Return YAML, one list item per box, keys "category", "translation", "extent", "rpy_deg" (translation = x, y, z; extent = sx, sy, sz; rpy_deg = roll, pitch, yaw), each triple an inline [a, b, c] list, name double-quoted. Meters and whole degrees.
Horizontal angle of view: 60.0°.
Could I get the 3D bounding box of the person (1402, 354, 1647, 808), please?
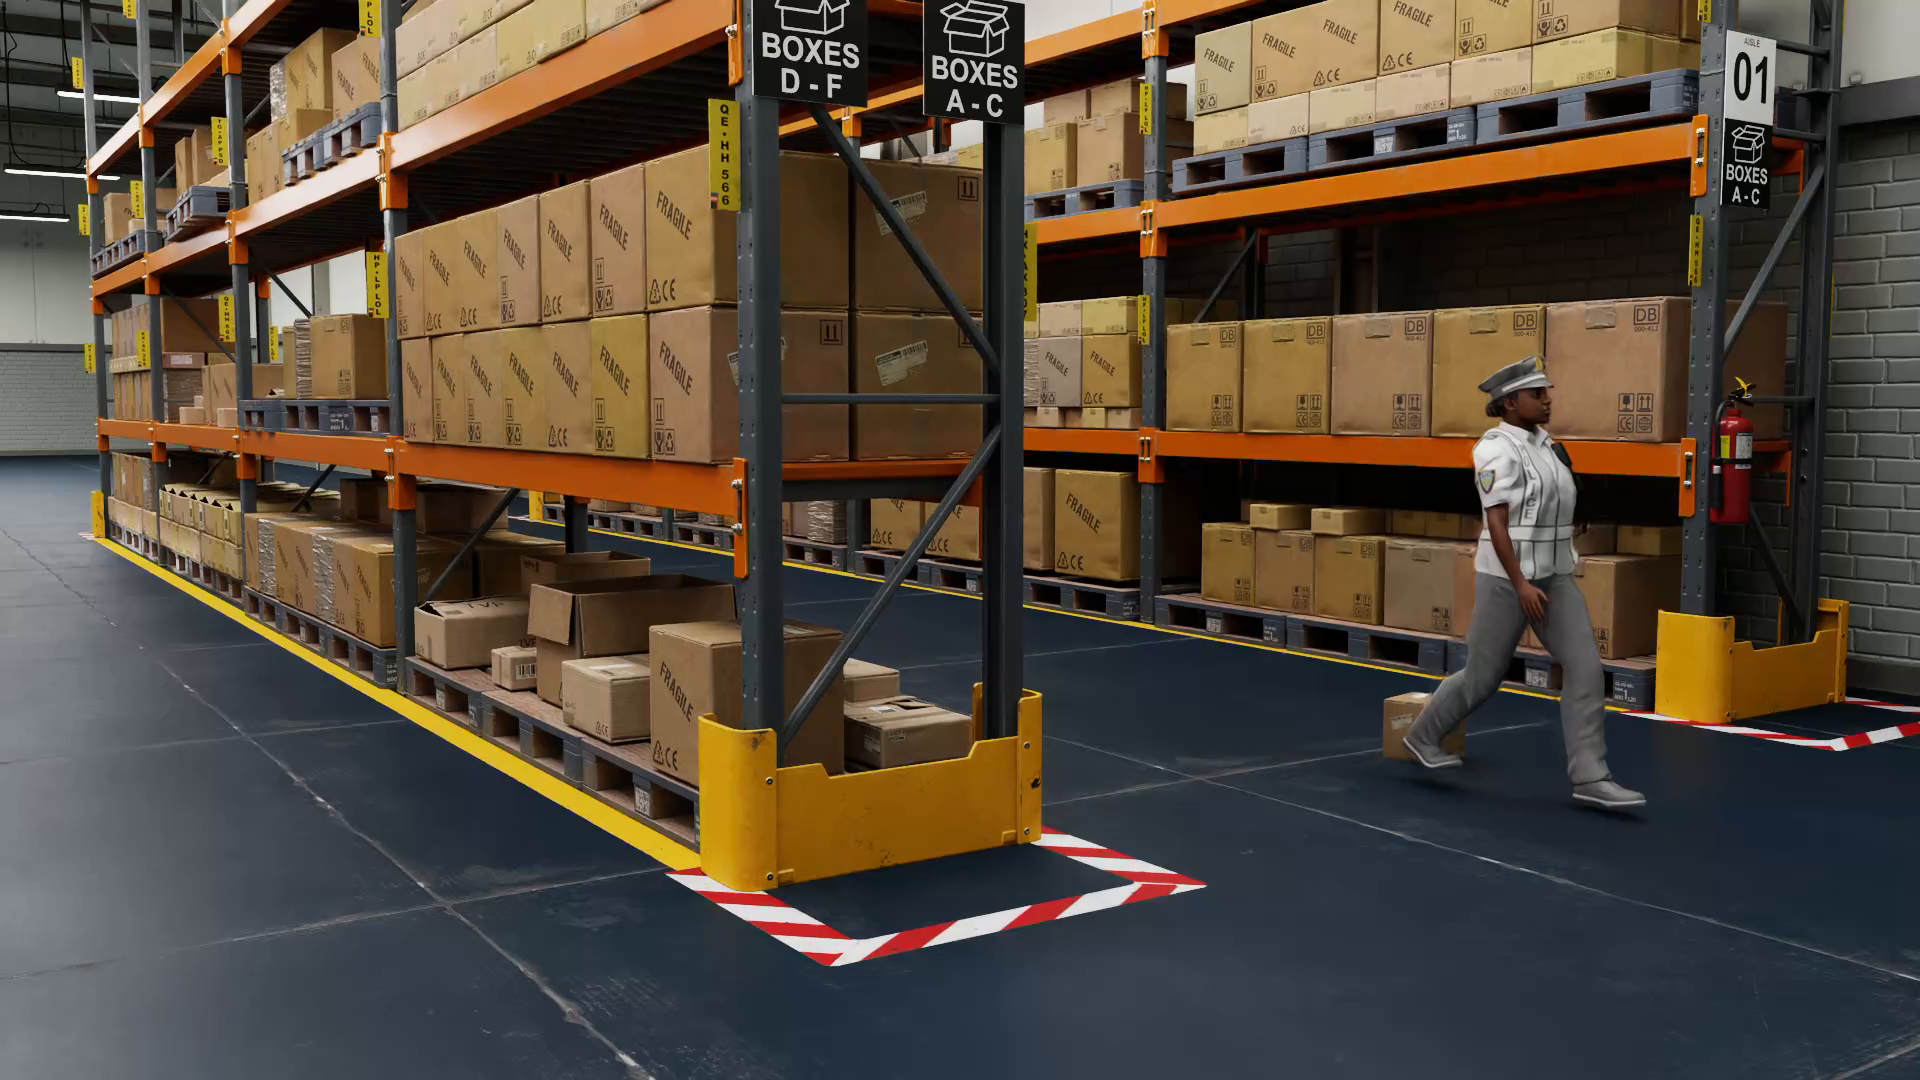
- category: "person"
  translation: [2.107, 0.133, 6.220]
  extent: [0.444, 1.647, 0.951]
  rpy_deg: [-3, 6, -33]
